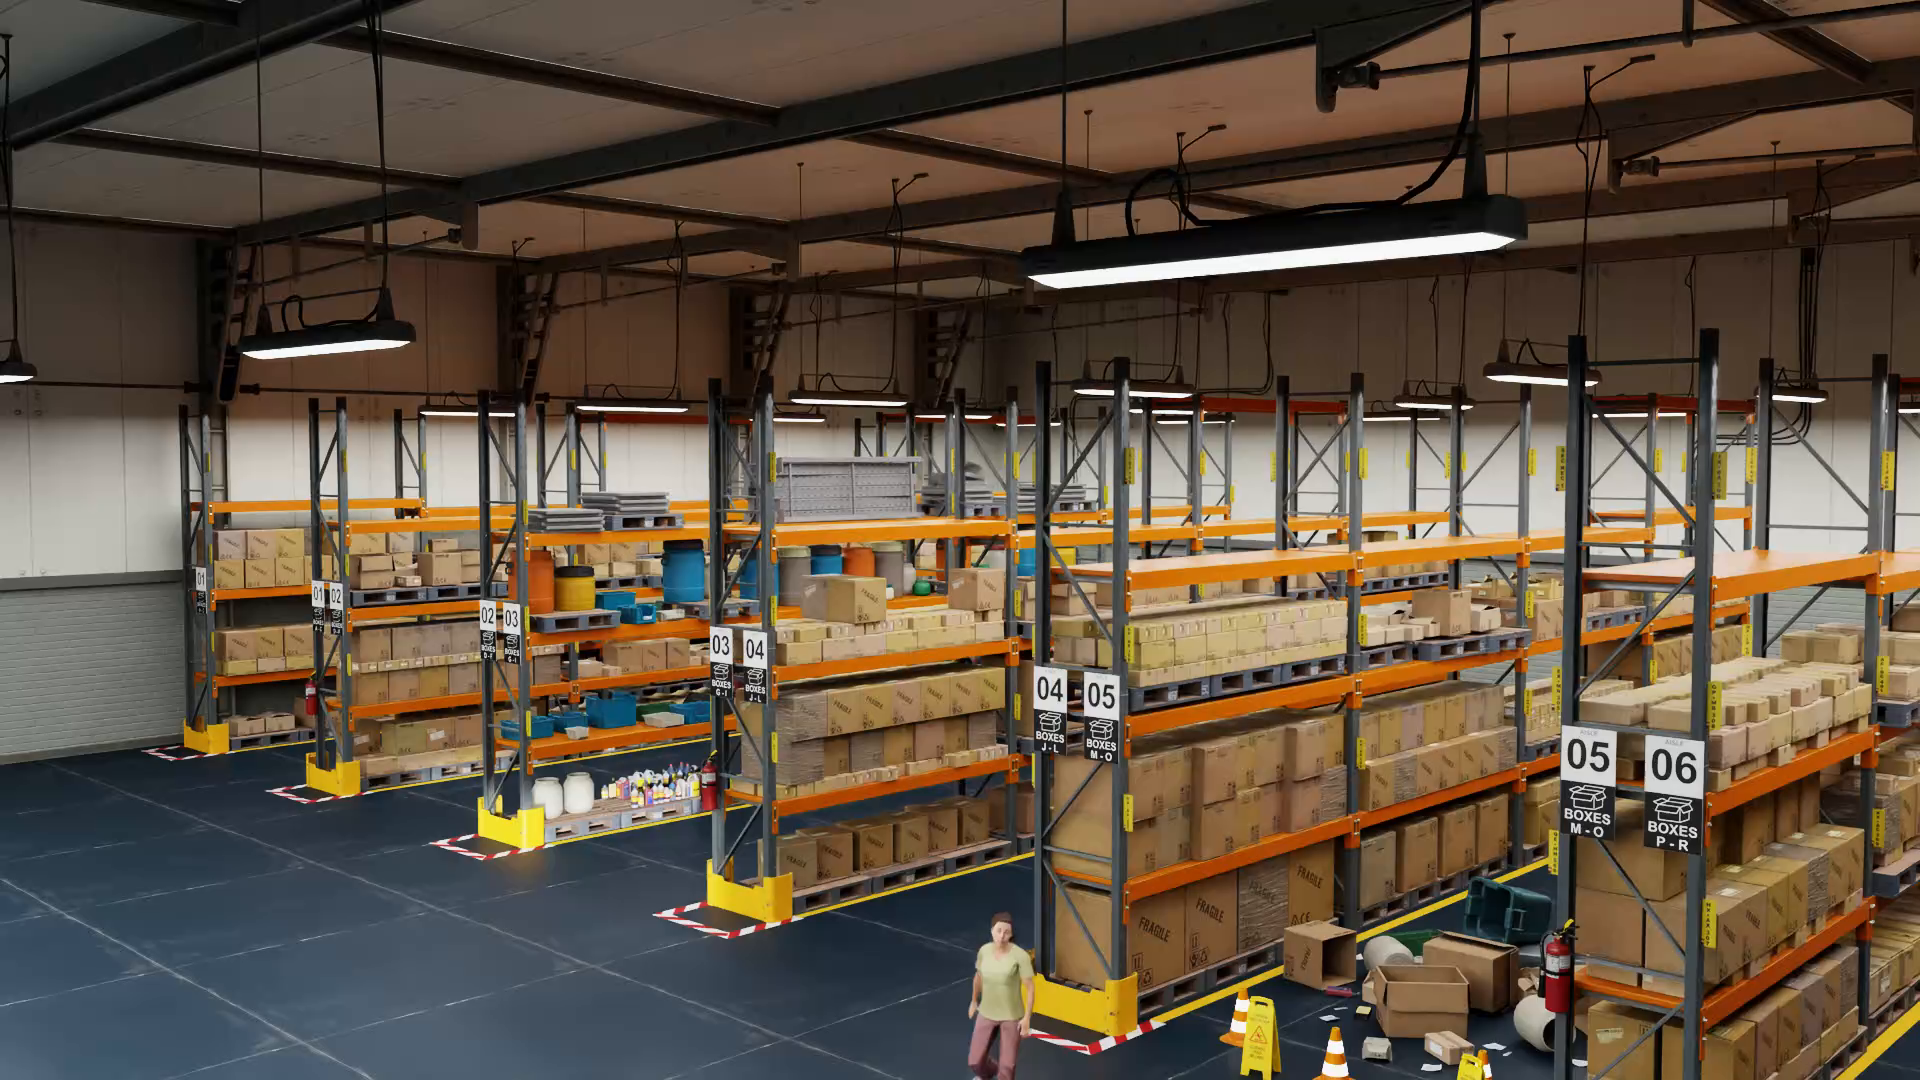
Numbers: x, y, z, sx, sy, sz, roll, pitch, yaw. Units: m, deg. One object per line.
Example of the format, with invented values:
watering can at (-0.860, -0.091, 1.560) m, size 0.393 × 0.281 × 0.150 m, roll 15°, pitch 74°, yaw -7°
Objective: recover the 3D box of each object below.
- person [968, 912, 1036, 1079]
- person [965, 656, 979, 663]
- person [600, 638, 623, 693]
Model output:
person at (0.320, 3.662, 12.893) m, size 0.618 × 1.639 × 0.637 m, roll 1°, pitch 3°, yaw 18°
person at (0.263, 2.584, 33.162) m, size 0.698 × 1.729 × 1.006 m, roll 3°, pitch 4°, yaw 41°
person at (-6.654, 2.660, 32.316) m, size 0.578 × 1.641 × 0.893 m, roll 1°, pitch 3°, yaw 22°
